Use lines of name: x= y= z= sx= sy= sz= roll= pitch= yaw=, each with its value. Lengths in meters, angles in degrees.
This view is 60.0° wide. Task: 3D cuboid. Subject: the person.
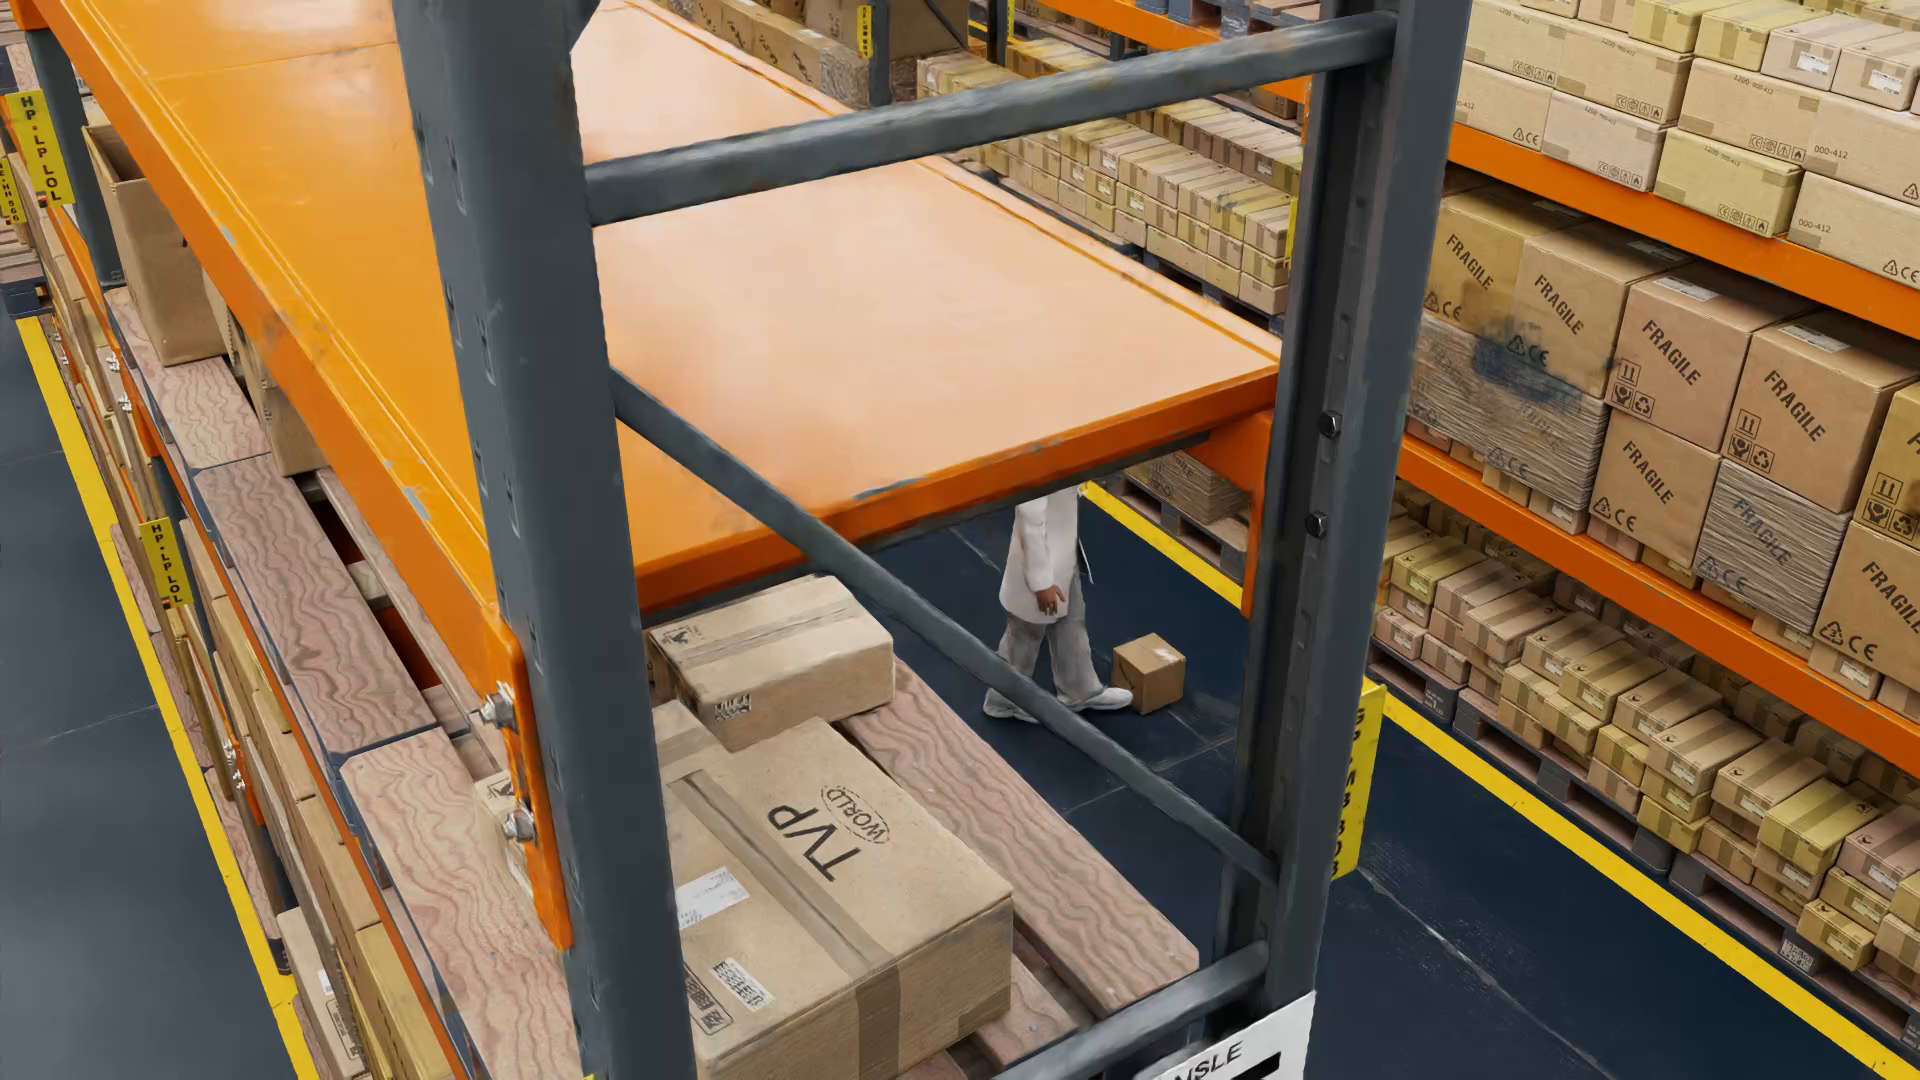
person: x=0.466 y=0.079 z=7.506 sx=0.700 sy=1.770 sz=0.590 roll=6 pitch=33 yaw=9
